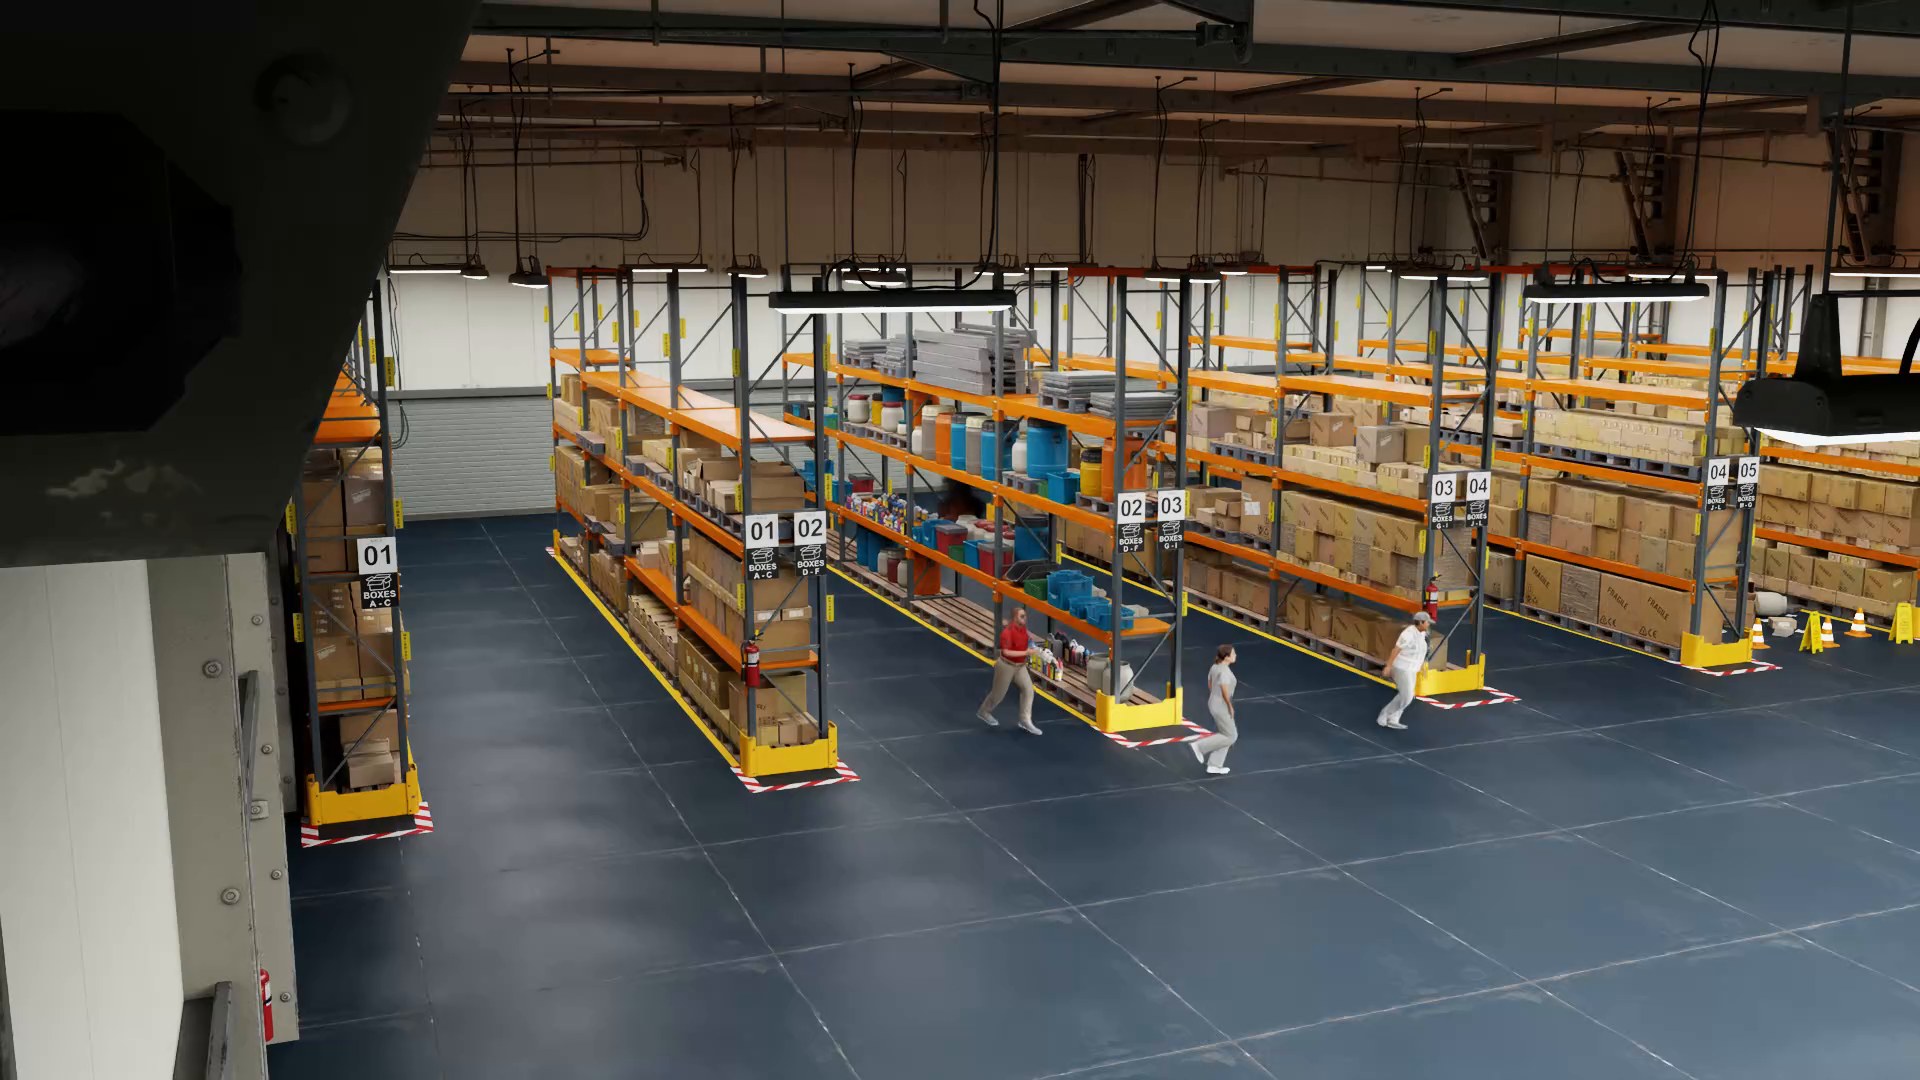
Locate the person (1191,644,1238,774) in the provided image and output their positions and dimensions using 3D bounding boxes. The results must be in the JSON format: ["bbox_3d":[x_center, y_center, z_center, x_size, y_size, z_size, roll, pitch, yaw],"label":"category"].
[{"bbox_3d":[3.103,2.059,20.269,0.557,1.611,0.559,0,10,-3],"label":"person"}]

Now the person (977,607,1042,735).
[{"bbox_3d":[0.658,1.709,21.990,0.990,1.728,0.674,7,12,36],"label":"person"}]

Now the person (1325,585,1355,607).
[{"bbox_3d":[6.841,0.333,29.943,0.687,1.620,1.084,-4,11,-22],"label":"person"}]

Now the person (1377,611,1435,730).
[{"bbox_3d":[5.931,1.736,22.080,0.611,1.621,0.649,8,12,37],"label":"person"}]
